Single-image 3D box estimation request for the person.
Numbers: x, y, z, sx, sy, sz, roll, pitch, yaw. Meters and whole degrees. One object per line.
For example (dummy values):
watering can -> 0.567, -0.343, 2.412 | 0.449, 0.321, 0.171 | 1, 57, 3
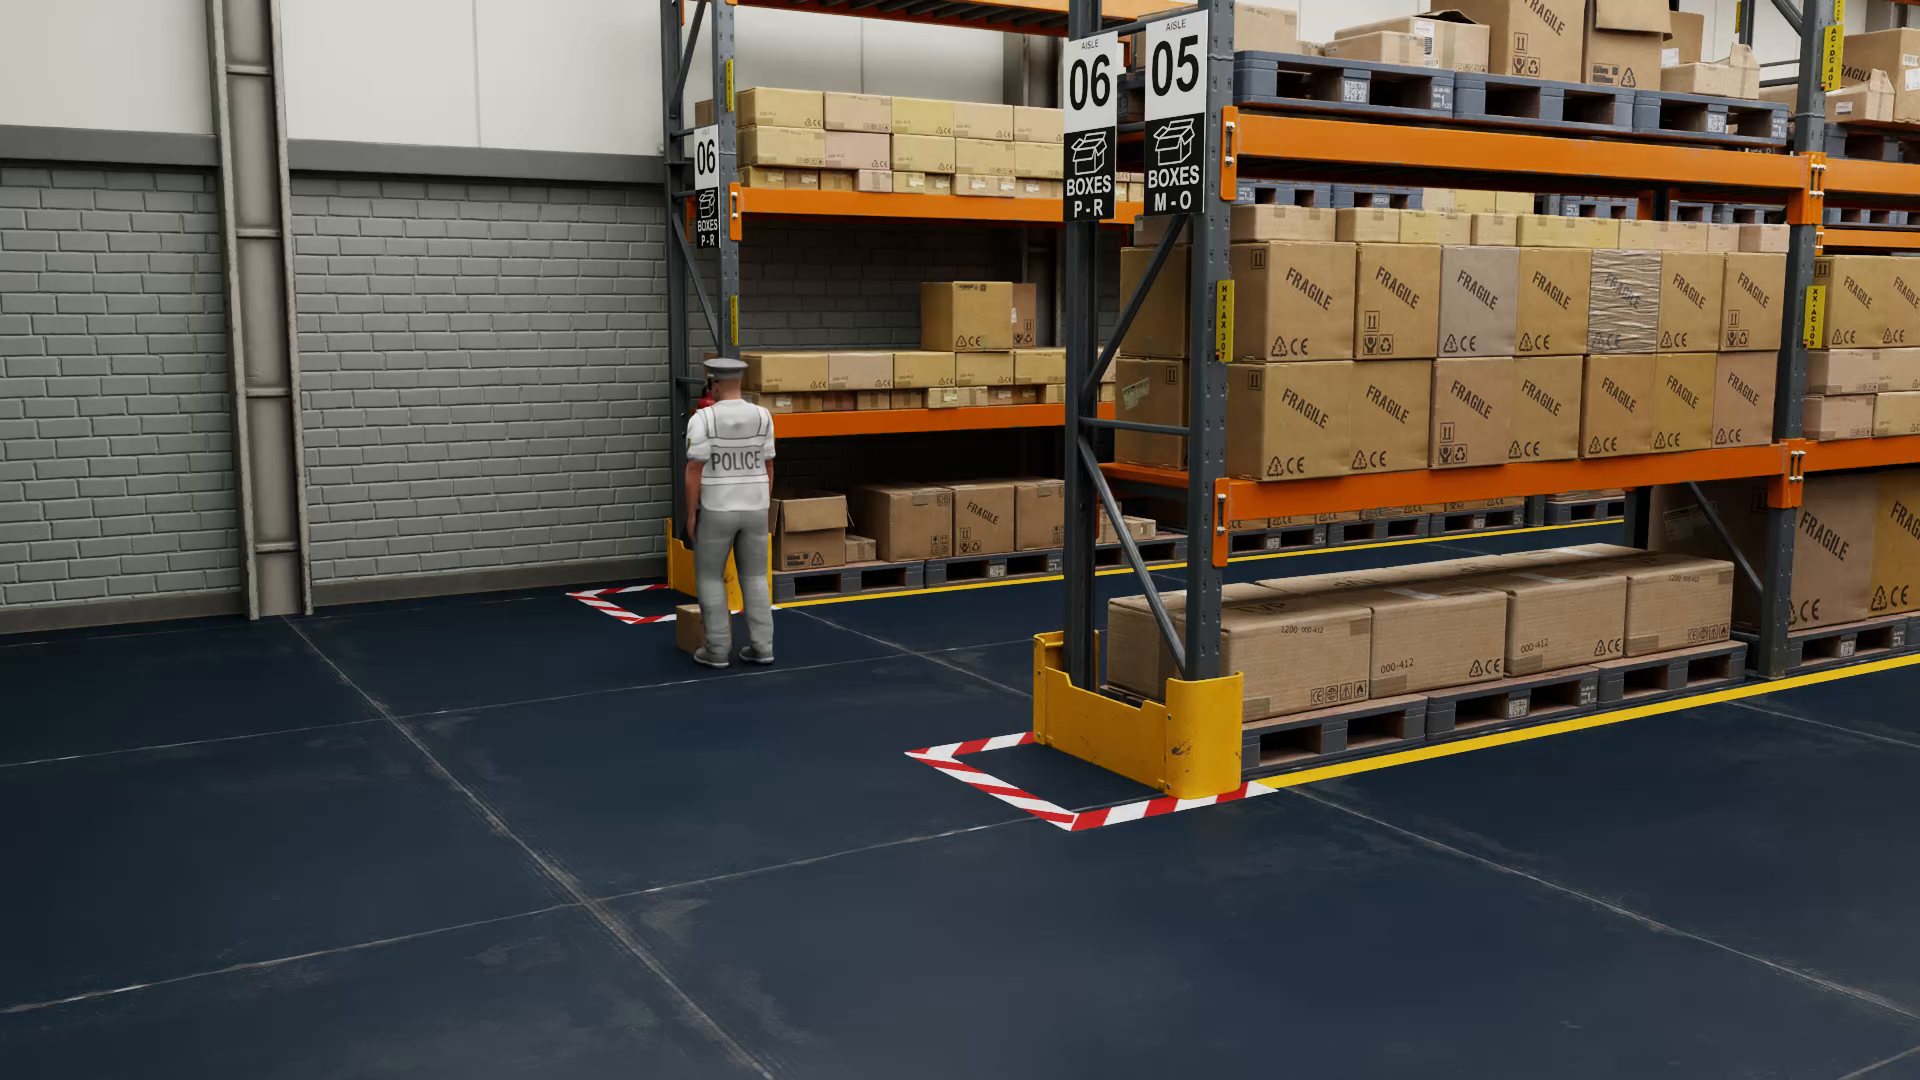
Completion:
person -> -1.313, -0.152, 9.421 | 0.529, 1.743, 0.393 | -5, 9, -30
